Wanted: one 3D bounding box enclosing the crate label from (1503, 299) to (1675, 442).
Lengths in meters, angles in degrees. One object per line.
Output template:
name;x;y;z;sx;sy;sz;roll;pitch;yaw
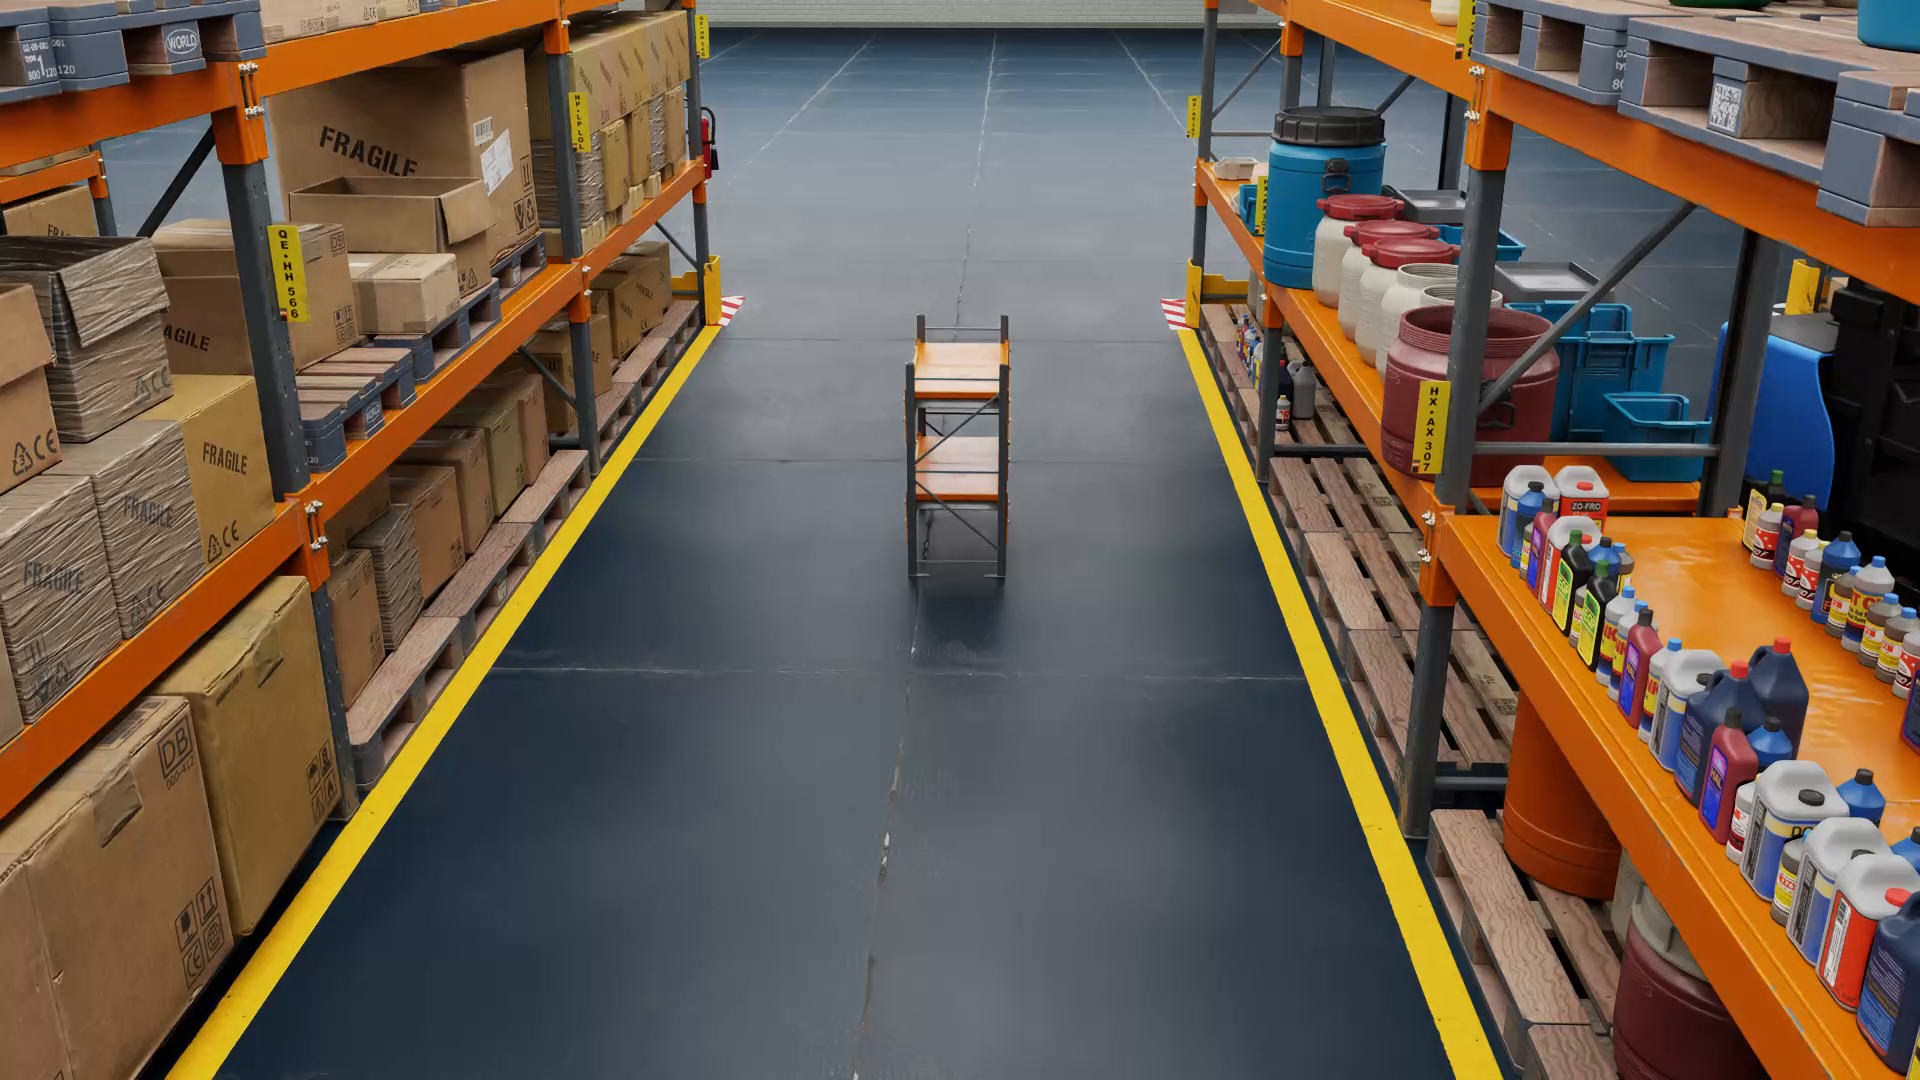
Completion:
crate label;2.447;-0.674;6.570;0.502;0.435;0.616;1;21;2

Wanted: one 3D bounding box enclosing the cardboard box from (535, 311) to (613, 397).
cardboard box;-2.620;-1.184;10.807;0.500;0.500;0.500;8;22;19

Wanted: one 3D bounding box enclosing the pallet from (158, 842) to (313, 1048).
pallet;-2.903;1.229;5.570;1.003;0.211;1.213;1;21;2

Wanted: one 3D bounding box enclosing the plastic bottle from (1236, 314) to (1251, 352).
plastic bottle;2.023;-1.475;11.846;0.097;0.271;0.097;0;21;0

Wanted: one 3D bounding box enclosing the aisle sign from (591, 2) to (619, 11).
aisle sign;-2.859;-4.486;12.849;0.394;0.787;0.004;1;21;2

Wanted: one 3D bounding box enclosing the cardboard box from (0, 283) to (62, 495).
cardboard box;-2.865;-0.370;4.311;0.797;0.503;0.637;1;21;3

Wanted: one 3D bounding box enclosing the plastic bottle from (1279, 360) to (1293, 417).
plastic bottle;2.000;-0.953;10.393;0.144;0.351;0.185;0;21;0

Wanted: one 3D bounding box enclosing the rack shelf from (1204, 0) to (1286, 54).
rack shelf;2.329;-3.533;10.837;1.077;0.370;4.000;1;21;2

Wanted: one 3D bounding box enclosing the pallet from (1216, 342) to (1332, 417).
pallet;2.365;-1.132;11.654;1.003;0.211;1.213;1;21;2

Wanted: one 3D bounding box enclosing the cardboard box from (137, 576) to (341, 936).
cardboard box;-2.846;0.689;5.464;1.225;0.875;0.875;0;21;-1

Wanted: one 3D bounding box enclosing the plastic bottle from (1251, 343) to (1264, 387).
plastic bottle;2.024;-1.163;11.038;0.152;0.276;0.135;1;21;3

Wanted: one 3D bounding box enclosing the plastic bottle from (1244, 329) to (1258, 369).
plastic bottle;2.010;-1.314;11.433;0.097;0.271;0.097;0;21;0

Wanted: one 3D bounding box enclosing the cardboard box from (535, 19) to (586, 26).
cardboard box;-2.886;-3.342;11.564;0.500;0.500;0.500;1;21;2

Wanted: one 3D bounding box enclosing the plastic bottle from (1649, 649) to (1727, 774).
plastic bottle;1.768;0.411;3.994;0.152;0.276;0.135;1;21;2

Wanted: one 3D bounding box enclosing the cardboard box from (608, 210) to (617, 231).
cardboard box;-2.377;-2.030;10.463;0.380;0.149;0.250;1;21;2

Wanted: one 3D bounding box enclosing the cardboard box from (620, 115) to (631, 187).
cardboard box;-2.642;-2.511;10.805;0.875;0.500;0.500;1;21;2

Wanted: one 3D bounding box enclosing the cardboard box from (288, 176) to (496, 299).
cardboard box;-2.643;-1.418;7.813;0.797;0.503;0.637;3;21;7

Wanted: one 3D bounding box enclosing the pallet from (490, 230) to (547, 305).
pallet;-2.851;-1.438;8.852;1.003;0.211;1.213;1;21;2

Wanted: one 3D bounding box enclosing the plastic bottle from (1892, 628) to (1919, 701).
plastic bottle;2.511;0.314;4.348;0.097;0.201;0.097;0;21;0

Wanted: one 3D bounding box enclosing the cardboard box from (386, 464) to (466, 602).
cardboard box;-2.789;-0.043;7.842;0.700;0.500;0.500;2;21;6

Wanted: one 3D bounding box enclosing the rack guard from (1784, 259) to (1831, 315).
rack guard;7.342;-1.981;13.443;1.175;0.500;0.348;1;21;2

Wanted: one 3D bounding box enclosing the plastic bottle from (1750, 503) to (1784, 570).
plastic bottle;2.539;-0.016;5.198;0.097;0.201;0.097;0;21;0

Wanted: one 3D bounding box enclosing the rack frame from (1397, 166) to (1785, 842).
rack frame;2.147;-0.301;5.658;1.000;3.000;0.127;1;21;2

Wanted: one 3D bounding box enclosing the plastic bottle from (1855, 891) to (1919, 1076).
plastic bottle;1.731;0.766;2.977;0.144;0.351;0.185;1;21;2

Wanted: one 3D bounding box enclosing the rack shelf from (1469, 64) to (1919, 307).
rack shelf;2.086;-0.641;3.382;1.077;0.370;4.000;1;21;2

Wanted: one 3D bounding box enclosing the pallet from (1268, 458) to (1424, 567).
pallet;2.283;-0.163;9.157;1.003;0.211;1.213;1;21;2

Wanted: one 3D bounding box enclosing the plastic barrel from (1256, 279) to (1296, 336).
plastic barrel;2.431;-1.809;12.404;0.421;0.512;0.421;0;21;0

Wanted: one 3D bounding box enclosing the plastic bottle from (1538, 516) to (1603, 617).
plastic bottle;1.796;0.077;4.855;0.152;0.276;0.135;1;21;2

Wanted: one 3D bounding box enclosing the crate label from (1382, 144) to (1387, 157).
crate label;2.604;-2.542;11.384;0.502;0.435;0.616;1;21;2

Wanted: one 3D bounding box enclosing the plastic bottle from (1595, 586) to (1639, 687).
plastic bottle;1.754;0.253;4.409;0.097;0.271;0.097;0;21;0

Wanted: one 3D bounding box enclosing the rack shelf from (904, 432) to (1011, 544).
rack shelf;0.000;-0.294;8.908;0.538;0.278;1.000;1;21;2

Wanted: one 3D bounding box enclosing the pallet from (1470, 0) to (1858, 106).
pallet;2.026;-1.336;4.439;1.003;0.211;1.213;1;21;2

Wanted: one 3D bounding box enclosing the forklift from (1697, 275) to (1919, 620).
forklift;5.053;-1.113;7.844;1.130;2.935;3.031;-5;22;-13

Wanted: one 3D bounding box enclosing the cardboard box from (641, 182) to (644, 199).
cardboard box;-2.381;-2.392;11.395;0.380;0.149;0.250;1;21;2

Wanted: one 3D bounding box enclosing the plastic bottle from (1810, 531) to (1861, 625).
plastic bottle;2.526;0.105;4.789;0.097;0.271;0.097;0;21;0

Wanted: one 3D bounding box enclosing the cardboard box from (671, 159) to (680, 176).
cardboard box;-2.327;-2.844;12.560;0.380;0.149;0.250;1;21;2

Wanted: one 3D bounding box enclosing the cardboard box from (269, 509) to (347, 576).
cardboard box;-2.814;0.013;6.660;0.500;0.250;0.500;1;21;4

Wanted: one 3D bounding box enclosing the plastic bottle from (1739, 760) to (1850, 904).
plastic bottle;1.751;0.610;3.481;0.152;0.276;0.135;1;21;2

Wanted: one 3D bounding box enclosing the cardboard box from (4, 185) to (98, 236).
cardboard box;-7.470;-2.298;13.163;0.875;0.875;0.875;1;21;2

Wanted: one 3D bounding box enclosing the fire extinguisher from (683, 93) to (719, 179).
fire extinguisher;-2.097;-3.248;13.361;0.296;0.674;0.183;1;21;2

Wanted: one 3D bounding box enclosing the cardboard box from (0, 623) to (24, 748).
cardboard box;-2.621;0.331;3.891;0.500;0.500;0.500;1;21;3

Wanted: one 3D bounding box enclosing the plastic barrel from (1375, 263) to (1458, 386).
plastic barrel;1.977;-0.880;6.995;0.421;0.512;0.421;0;21;0

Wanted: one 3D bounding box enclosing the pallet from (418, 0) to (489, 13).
pallet;-2.836;-2.516;7.478;1.213;0.211;1.003;1;21;2

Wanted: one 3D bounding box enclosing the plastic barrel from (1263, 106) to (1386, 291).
plastic barrel;1.954;-1.845;8.943;0.600;0.901;0.708;1;21;2

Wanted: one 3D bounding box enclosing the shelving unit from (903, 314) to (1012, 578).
shelving unit;0.000;-0.522;8.819;0.538;1.125;1.048;1;21;2

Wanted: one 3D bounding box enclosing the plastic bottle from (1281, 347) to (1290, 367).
plastic bottle;2.119;-1.116;10.906;0.061;0.283;0.133;1;21;2

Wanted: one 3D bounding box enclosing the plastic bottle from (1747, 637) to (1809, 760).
plastic bottle;1.915;0.387;3.953;0.144;0.351;0.185;1;21;2

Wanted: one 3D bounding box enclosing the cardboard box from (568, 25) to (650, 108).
cardboard box;-2.381;-3.156;11.083;0.500;0.500;0.500;1;21;2

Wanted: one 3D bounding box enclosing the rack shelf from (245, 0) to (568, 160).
rack shelf;-2.743;-2.142;7.250;1.077;0.370;4.000;1;21;2

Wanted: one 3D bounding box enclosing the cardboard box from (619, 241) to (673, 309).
cardboard box;-2.597;-2.053;13.048;0.500;0.500;0.500;5;22;12

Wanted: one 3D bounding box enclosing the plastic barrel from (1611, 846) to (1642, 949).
plastic barrel;2.221;1.045;5.047;0.421;0.512;0.421;0;21;0

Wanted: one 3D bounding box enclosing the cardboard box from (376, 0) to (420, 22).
cardboard box;-2.513;-2.223;6.671;0.500;0.250;0.500;1;21;3

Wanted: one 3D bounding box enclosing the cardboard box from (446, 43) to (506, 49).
cardboard box;-2.944;-2.619;9.700;0.500;0.500;0.500;1;21;2

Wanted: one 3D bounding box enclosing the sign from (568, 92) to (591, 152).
sign;-2.128;-2.337;9.304;0.100;0.325;0.005;1;21;2

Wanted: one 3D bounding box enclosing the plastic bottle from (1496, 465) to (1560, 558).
plastic bottle;1.810;-0.090;5.286;0.152;0.276;0.135;1;21;2

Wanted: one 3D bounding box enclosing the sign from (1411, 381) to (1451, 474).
sign;1.596;-0.381;5.637;0.100;0.325;0.005;1;21;2

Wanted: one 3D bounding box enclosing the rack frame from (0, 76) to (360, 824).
rack frame;-2.804;-0.355;5.798;1.000;3.000;0.127;1;21;2
